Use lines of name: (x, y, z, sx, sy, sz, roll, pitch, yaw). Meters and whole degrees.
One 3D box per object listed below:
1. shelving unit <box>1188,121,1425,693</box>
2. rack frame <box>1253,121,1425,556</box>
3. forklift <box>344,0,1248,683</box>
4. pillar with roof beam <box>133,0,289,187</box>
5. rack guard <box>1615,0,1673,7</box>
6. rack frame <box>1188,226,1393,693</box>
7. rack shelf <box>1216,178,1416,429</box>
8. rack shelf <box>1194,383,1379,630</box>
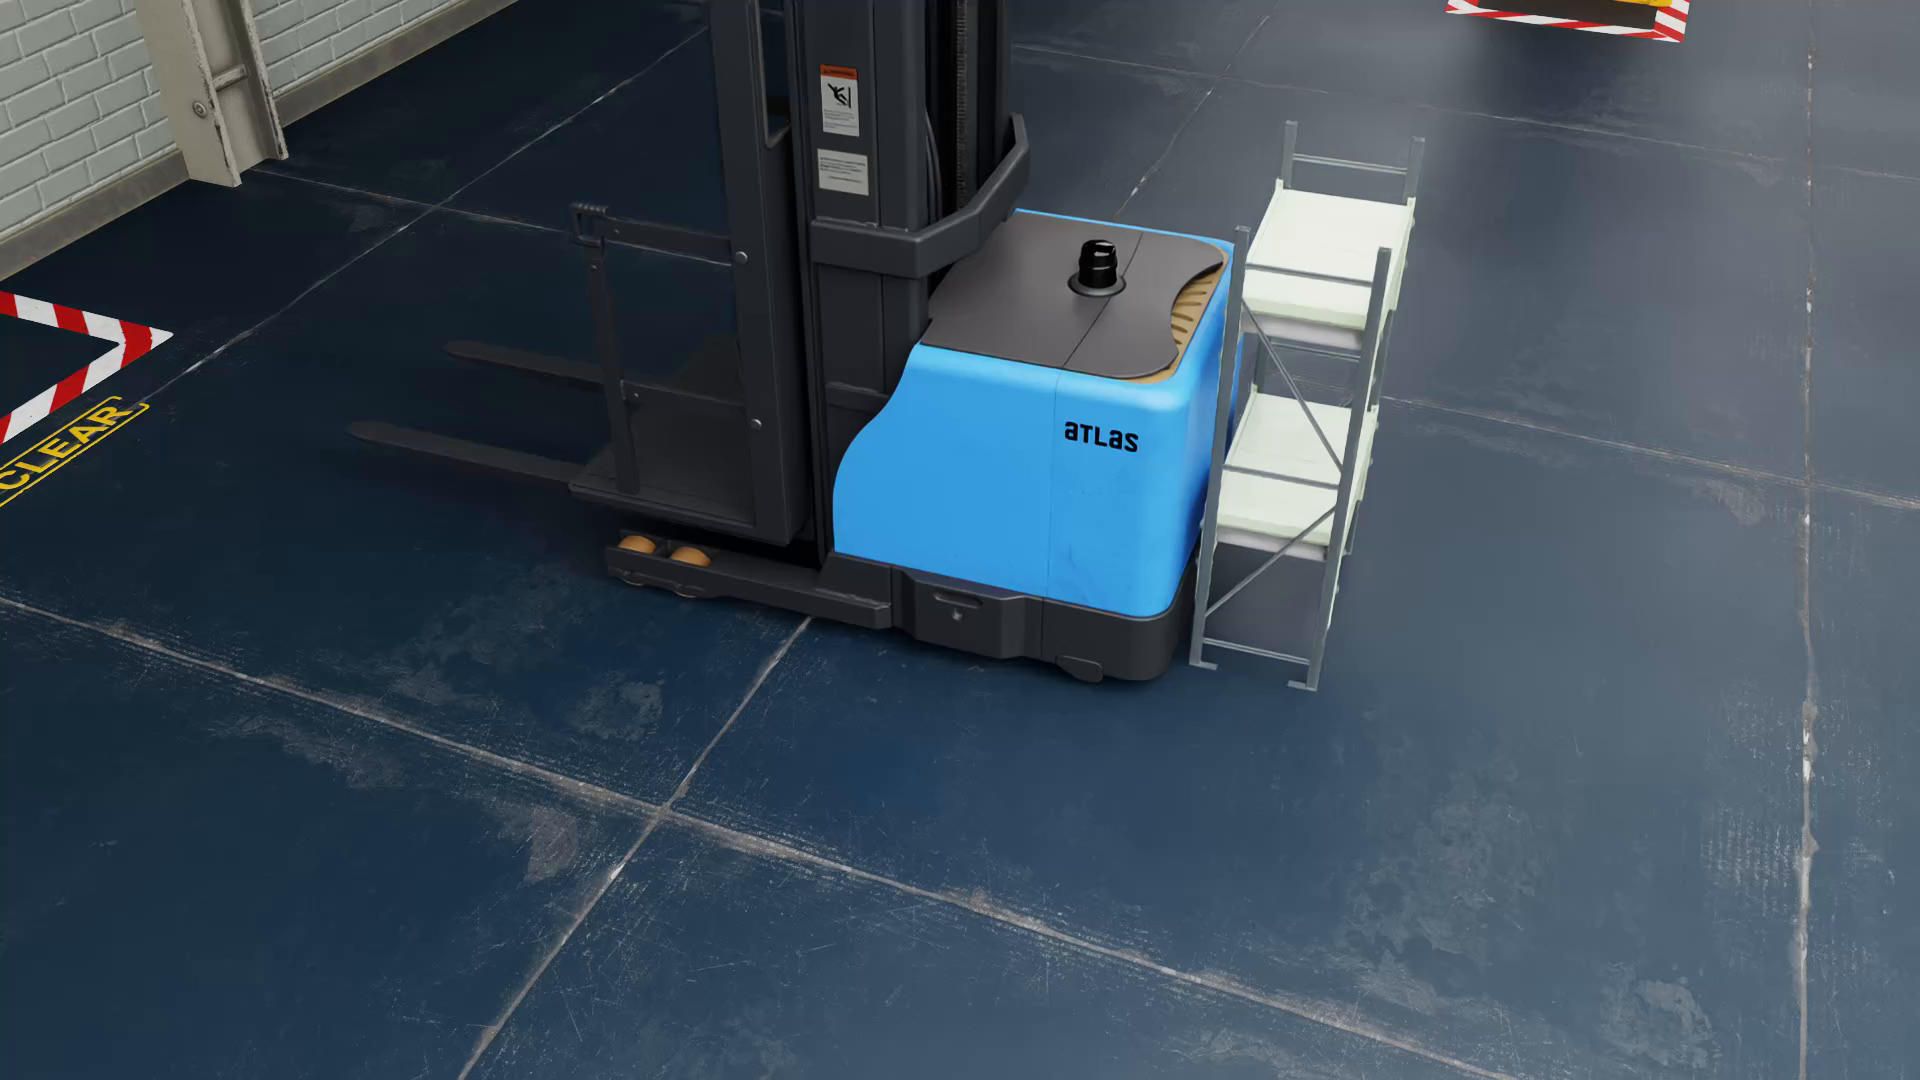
shelving unit: (1.029, -0.383, 5.010, 0.431, 1.500, 0.755, 12, 38, 15)
rack frame: (1.147, -0.590, 5.287, 0.400, 1.500, 0.023, 12, 38, 15)
forklift: (-0.648, -1.268, 4.998, 3.031, 2.935, 1.130, 12, 38, 15)
pillar with roof beam: (0.411, -4.471, 4.215, 9.100, 9.000, 0.400, 14, 39, 18)
rack guard: (3.820, -3.645, 10.209, 1.175, 0.500, 0.348, 14, 39, 18)
rack frame: (0.910, -0.176, 4.732, 0.400, 1.500, 0.023, 12, 38, 15)
rack shelf: (1.029, -0.696, 4.776, 0.431, 0.370, 0.720, 12, 38, 15)
rack shelf: (1.029, -0.122, 5.205, 0.431, 0.370, 0.720, 12, 38, 15)
